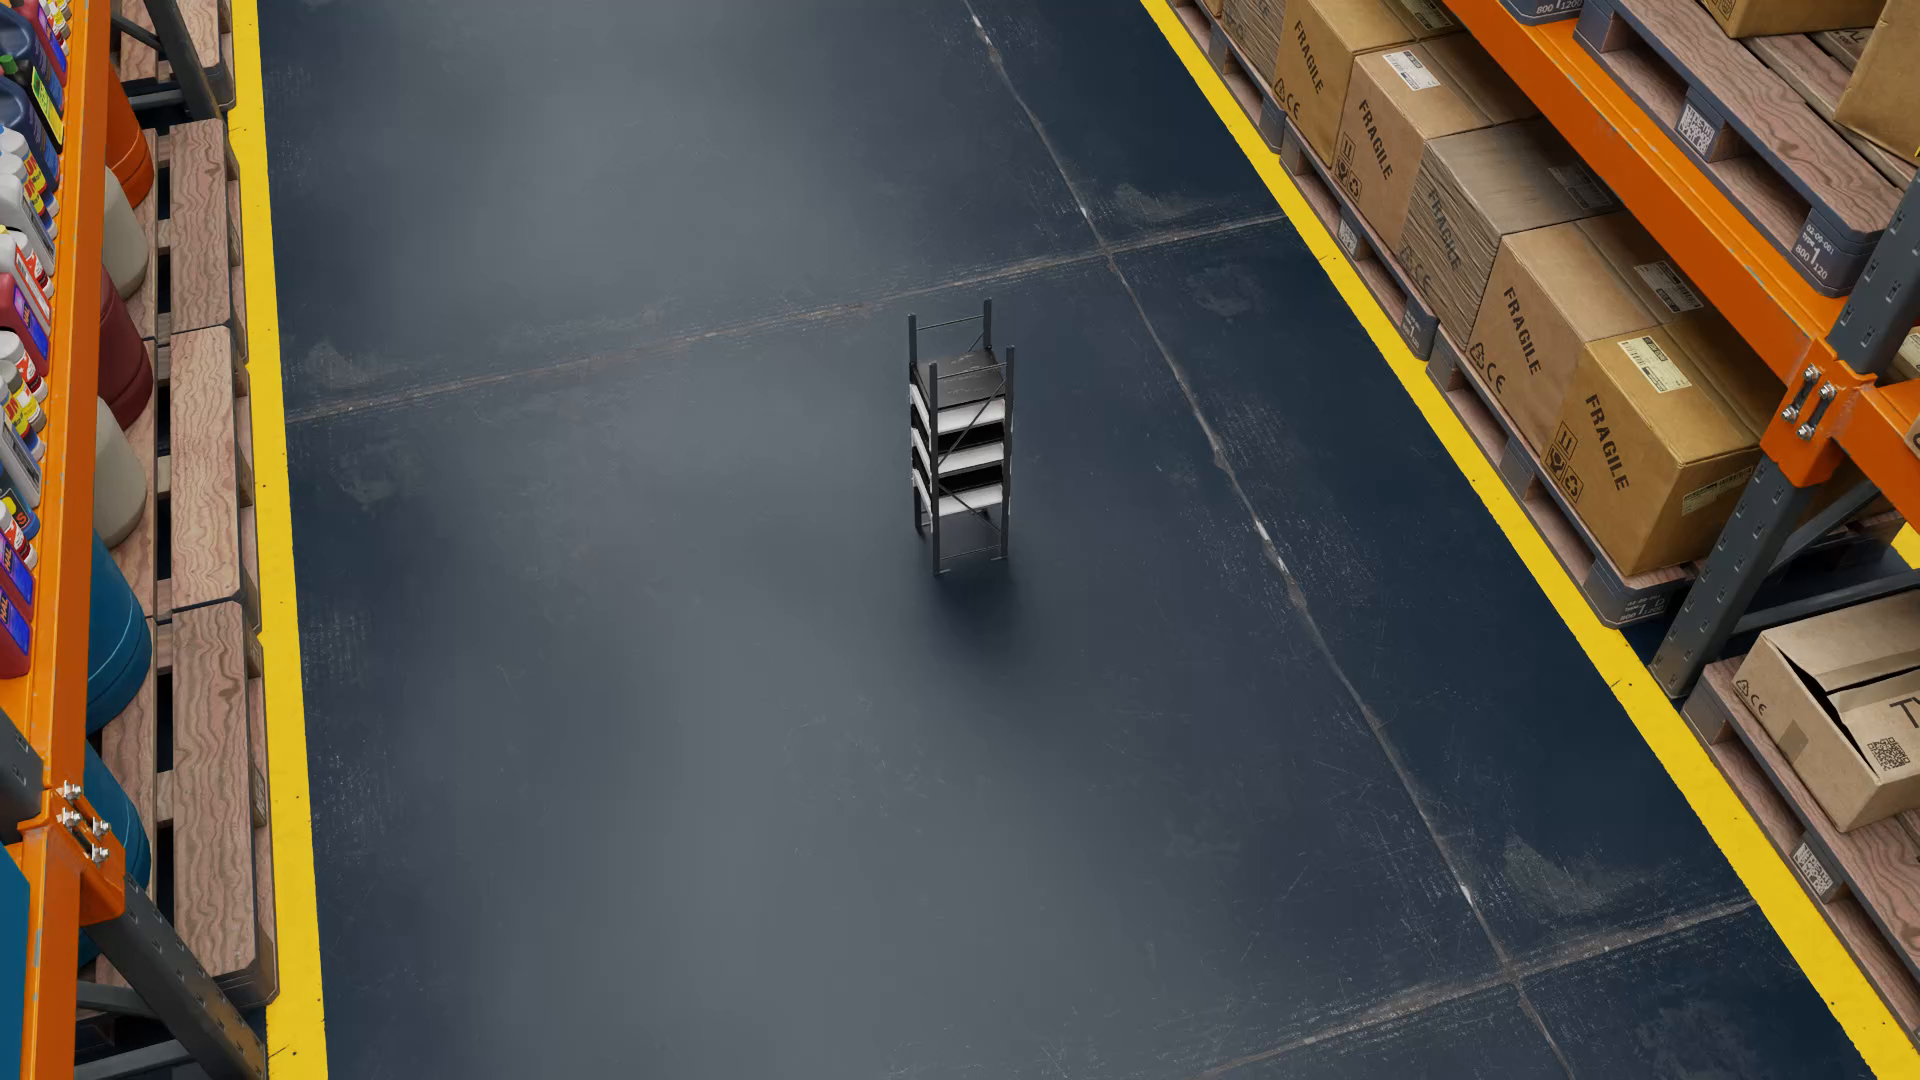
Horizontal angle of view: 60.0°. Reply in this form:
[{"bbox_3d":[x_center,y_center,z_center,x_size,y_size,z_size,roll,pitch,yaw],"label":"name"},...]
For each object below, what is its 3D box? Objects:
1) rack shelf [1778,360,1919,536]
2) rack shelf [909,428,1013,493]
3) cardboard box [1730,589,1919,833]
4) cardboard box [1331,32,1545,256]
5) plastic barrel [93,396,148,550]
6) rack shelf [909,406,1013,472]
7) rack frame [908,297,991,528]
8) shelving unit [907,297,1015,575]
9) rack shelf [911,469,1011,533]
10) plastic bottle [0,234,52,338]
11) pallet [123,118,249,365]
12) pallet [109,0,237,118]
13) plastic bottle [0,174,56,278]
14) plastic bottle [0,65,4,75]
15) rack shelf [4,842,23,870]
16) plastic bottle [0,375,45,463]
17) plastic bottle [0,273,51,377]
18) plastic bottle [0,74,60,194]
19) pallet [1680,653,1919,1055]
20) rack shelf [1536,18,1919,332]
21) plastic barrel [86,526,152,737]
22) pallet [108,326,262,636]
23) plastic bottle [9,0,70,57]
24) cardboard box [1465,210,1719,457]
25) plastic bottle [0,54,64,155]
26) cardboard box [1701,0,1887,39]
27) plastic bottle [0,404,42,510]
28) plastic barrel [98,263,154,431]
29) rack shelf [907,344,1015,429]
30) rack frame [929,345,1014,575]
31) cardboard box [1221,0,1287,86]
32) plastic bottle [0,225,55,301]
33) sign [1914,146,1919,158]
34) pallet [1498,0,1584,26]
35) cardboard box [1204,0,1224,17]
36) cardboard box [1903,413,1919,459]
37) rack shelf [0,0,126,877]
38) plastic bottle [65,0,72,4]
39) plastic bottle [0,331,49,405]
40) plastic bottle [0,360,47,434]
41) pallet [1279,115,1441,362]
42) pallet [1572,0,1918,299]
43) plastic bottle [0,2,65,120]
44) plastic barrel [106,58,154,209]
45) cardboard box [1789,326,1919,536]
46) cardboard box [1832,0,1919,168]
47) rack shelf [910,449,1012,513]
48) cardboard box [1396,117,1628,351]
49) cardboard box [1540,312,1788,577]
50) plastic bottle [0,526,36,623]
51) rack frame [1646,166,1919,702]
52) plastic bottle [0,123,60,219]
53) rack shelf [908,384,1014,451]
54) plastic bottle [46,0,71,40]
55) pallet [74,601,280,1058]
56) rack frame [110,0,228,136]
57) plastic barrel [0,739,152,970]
[{"bbox_3d":[3.122,1.039,2.883,1.077,0.370,4.000,-13,51,-11],"label":"rack shelf"},{"bbox_3d":[0.002,-0.263,4.926,0.258,0.077,0.200,-13,51,-11],"label":"rack shelf"},{"bbox_3d":[2.448,0.427,4.399,0.500,0.311,0.500,-13,51,-11],"label":"cardboard box"},{"bbox_3d":[1.672,-1.385,5.803,0.500,0.500,0.500,-15,51,-12],"label":"cardboard box"},{"bbox_3d":[-2.638,-0.221,4.827,0.421,0.512,0.421,0,50,0],"label":"plastic barrel"},{"bbox_3d":[0.002,-0.321,4.858,0.258,0.077,0.200,-13,51,-11],"label":"rack shelf"},{"bbox_3d":[-0.028,-0.358,4.964,0.240,0.900,0.006,-13,51,-11],"label":"rack frame"},{"bbox_3d":[0.002,-0.284,4.901,0.258,0.900,0.210,-13,51,-11],"label":"shelving unit"},{"bbox_3d":[0.002,-0.147,5.064,0.258,0.077,0.200,-13,51,-11],"label":"rack shelf"},{"bbox_3d":[-2.249,-0.597,3.872,0.152,0.276,0.135,-13,51,-11],"label":"plastic bottle"},{"bbox_3d":[-3.113,-0.993,5.949,1.003,0.211,1.213,-13,51,-11],"label":"pallet"},{"bbox_3d":[-3.578,-2.134,6.911,1.003,0.211,1.213,-13,51,-11],"label":"pallet"},{"bbox_3d":[-2.318,-0.766,4.015,0.152,0.276,0.135,-13,51,-11],"label":"plastic bottle"},{"bbox_3d":[-2.484,-1.140,4.326,0.061,0.283,0.133,-13,51,-11],"label":"plastic bottle"},{"bbox_3d":[-1.611,2.093,1.866,0.919,0.124,3.809,-13,51,-11],"label":"rack shelf"},{"bbox_3d":[-2.092,-0.277,3.606,0.097,0.271,0.097,0,50,0],"label":"plastic bottle"},{"bbox_3d":[-2.166,-0.512,3.796,0.061,0.283,0.133,-13,51,-11],"label":"plastic bottle"},{"bbox_3d":[-2.419,-1.050,4.206,0.144,0.351,0.185,-13,51,-11],"label":"plastic bottle"},{"bbox_3d":[2.732,0.747,4.482,1.003,0.211,1.213,-13,51,-11],"label":"pallet"},{"bbox_3d":[1.939,-1.945,5.271,0.919,0.124,3.809,-13,51,-11],"label":"rack shelf"},{"bbox_3d":[-2.557,0.086,4.313,0.600,0.901,0.708,-13,51,-11],"label":"plastic barrel"},{"bbox_3d":[-2.755,-0.103,5.199,1.003,0.211,1.213,-13,51,-11],"label":"pallet"},{"bbox_3d":[-2.572,-1.440,4.632,0.097,0.201,0.097,0,50,0],"label":"plastic bottle"},{"bbox_3d":[1.972,-0.648,5.182,0.500,0.500,0.500,-13,51,-11],"label":"cardboard box"},{"bbox_3d":[-2.426,-1.154,4.337,0.061,0.283,0.133,-13,51,-11],"label":"plastic bottle"},{"bbox_3d":[2.340,-1.706,4.386,0.700,0.500,0.500,-6,50,-5],"label":"cardboard box"},{"bbox_3d":[-2.084,-0.188,3.528,0.152,0.276,0.135,-13,51,-11],"label":"plastic bottle"},{"bbox_3d":[-2.891,-0.638,5.128,0.600,0.588,0.708,-13,51,-11],"label":"plastic barrel"},{"bbox_3d":[0.002,-0.437,4.720,0.258,0.077,0.200,-13,51,-11],"label":"rack shelf"},{"bbox_3d":[0.032,-0.210,4.838,0.240,0.900,0.006,-13,51,-11],"label":"rack frame"},{"bbox_3d":[1.369,-2.133,6.433,0.500,0.500,0.500,-15,51,-12],"label":"cardboard box"},{"bbox_3d":[-2.258,-0.664,3.977,0.097,0.201,0.097,0,50,0],"label":"plastic bottle"},{"bbox_3d":[2.001,-0.899,3.288,0.100,0.325,0.005,-13,51,-11],"label":"sign"},{"bbox_3d":[1.927,-2.094,5.179,1.003,0.211,1.213,-13,51,-11],"label":"pallet"},{"bbox_3d":[1.209,-2.514,6.755,0.500,0.500,0.500,-11,51,-9],"label":"cardboard box"},{"bbox_3d":[2.421,-0.252,3.435,0.500,0.500,0.500,-12,51,-10],"label":"cardboard box"},{"bbox_3d":[-2.794,-0.765,4.404,1.077,0.370,4.000,-13,51,-11],"label":"rack shelf"},{"bbox_3d":[-2.658,-1.676,4.785,0.097,0.271,0.097,0,50,0],"label":"plastic bottle"},{"bbox_3d":[-2.150,-0.397,3.753,0.097,0.201,0.097,0,50,0],"label":"plastic bottle"},{"bbox_3d":[-2.121,-0.326,3.693,0.097,0.201,0.097,0,50,0],"label":"plastic bottle"},{"bbox_3d":[1.889,-1.233,6.151,1.003,0.211,1.213,-13,51,-11],"label":"pallet"},{"bbox_3d":[2.398,-1.200,4.425,1.003,0.211,1.213,-13,51,-11],"label":"pallet"},{"bbox_3d":[-2.513,-1.282,4.402,0.144,0.351,0.185,-13,51,-11],"label":"plastic bottle"},{"bbox_3d":[-3.225,-1.540,5.731,0.600,0.830,0.708,-13,51,-11],"label":"plastic barrel"},{"bbox_3d":[2.620,-0.398,4.971,0.500,0.500,0.500,-15,52,-13],"label":"cardboard box"},{"bbox_3d":[2.604,-1.218,3.975,0.700,0.500,0.500,-30,56,-23],"label":"cardboard box"},{"bbox_3d":[0.002,-0.205,4.995,0.258,0.077,0.200,-13,51,-11],"label":"rack shelf"},{"bbox_3d":[1.824,-1.015,5.491,0.500,0.500,0.500,-13,51,-11],"label":"cardboard box"},{"bbox_3d":[2.111,-0.285,4.876,0.500,0.500,0.500,-14,51,-11],"label":"cardboard box"},{"bbox_3d":[-1.943,0.040,3.331,0.061,0.283,0.133,-13,51,-11],"label":"plastic bottle"},{"bbox_3d":[2.530,-0.654,3.839,1.000,3.000,0.127,-13,51,-11],"label":"rack frame"},{"bbox_3d":[-2.355,-0.927,4.153,0.097,0.271,0.097,0,50,0],"label":"plastic bottle"},{"bbox_3d":[0.002,-0.379,4.789,0.258,0.077,0.200,-13,51,-11],"label":"rack shelf"},{"bbox_3d":[-2.601,-1.511,4.692,0.097,0.201,0.097,0,50,0],"label":"plastic bottle"},{"bbox_3d":[-2.391,0.790,4.446,1.003,0.211,1.213,-13,51,-11],"label":"pallet"},{"bbox_3d":[-3.386,-2.458,5.360,1.000,3.000,0.127,-13,51,-11],"label":"rack frame"},{"bbox_3d":[-2.347,0.603,3.877,0.600,0.901,0.708,-13,51,-11],"label":"plastic barrel"}]
